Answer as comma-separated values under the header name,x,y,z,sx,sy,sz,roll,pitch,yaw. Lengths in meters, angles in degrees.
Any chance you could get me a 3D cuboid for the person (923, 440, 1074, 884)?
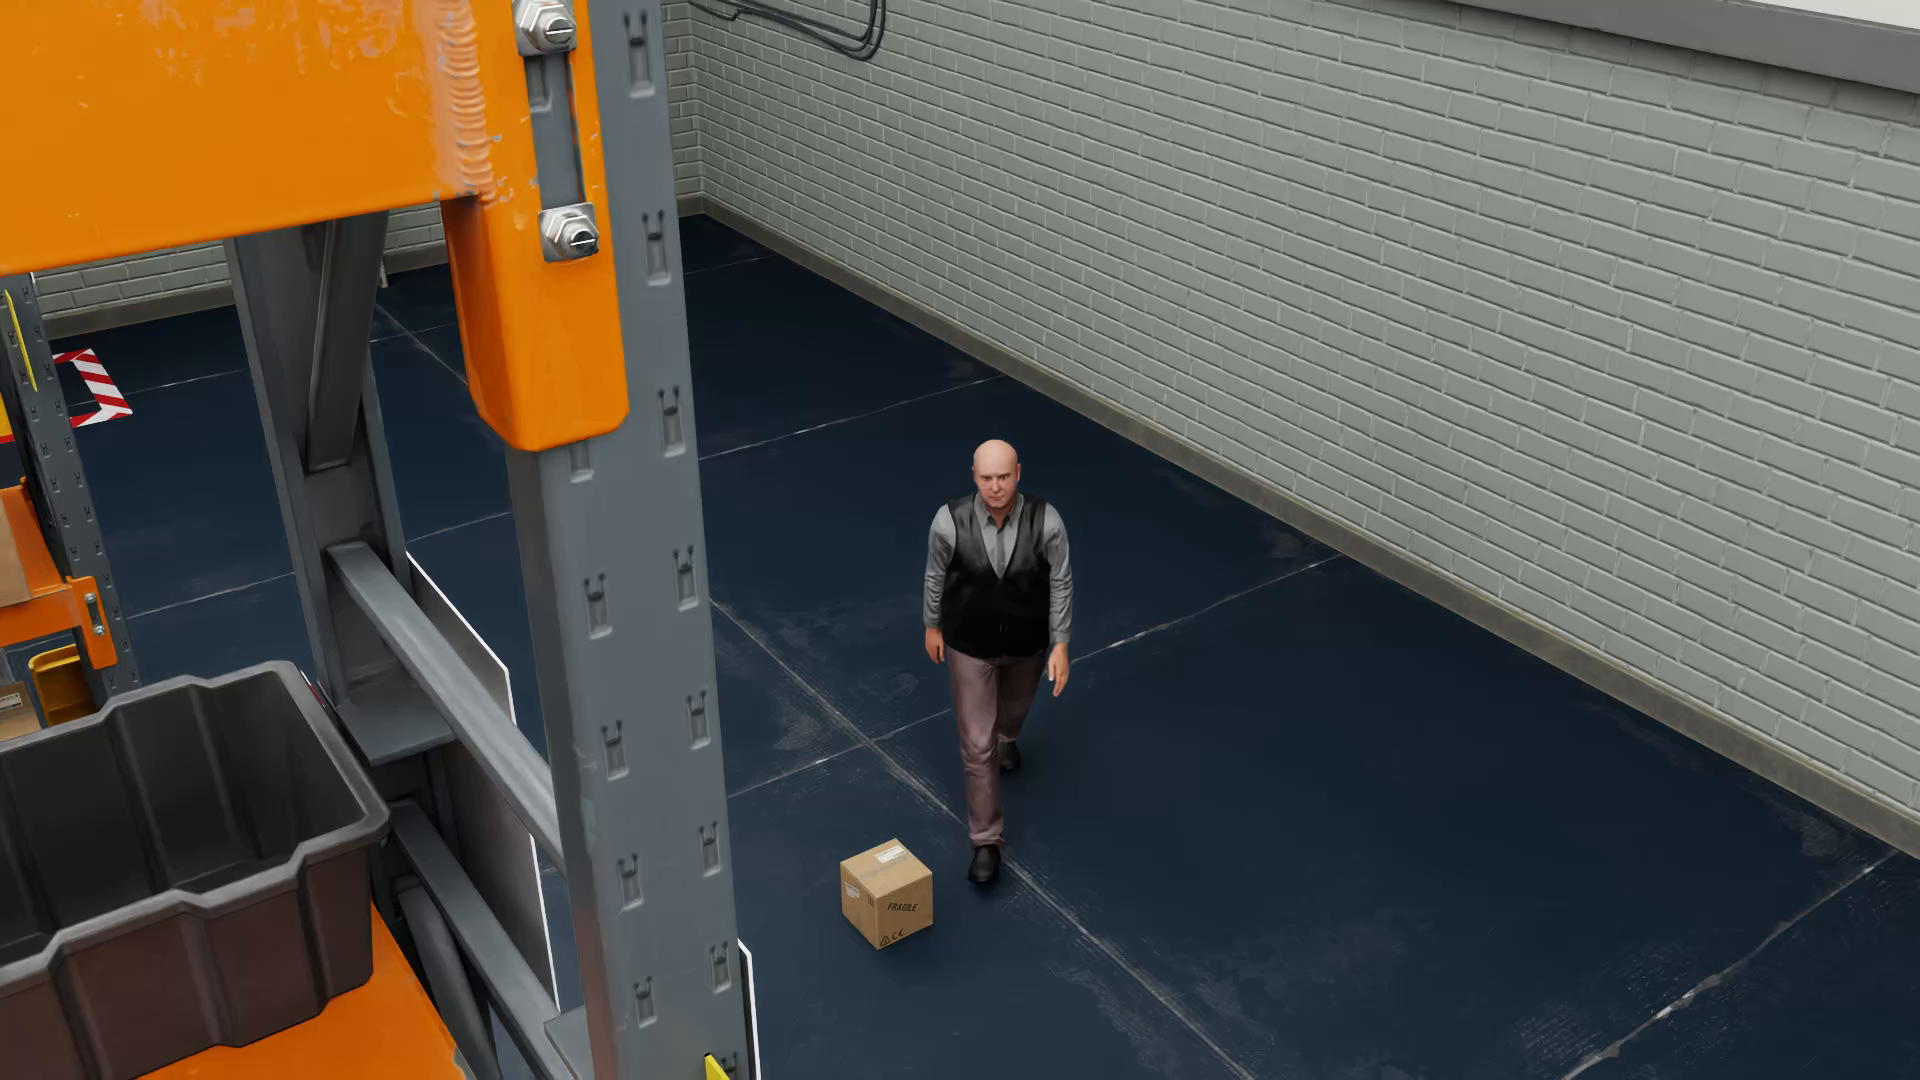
name,x,y,z,sx,sy,sz,roll,pitch,yaw
person,0.153,0.402,6.435,0.559,1.685,1.024,-4,29,-7
